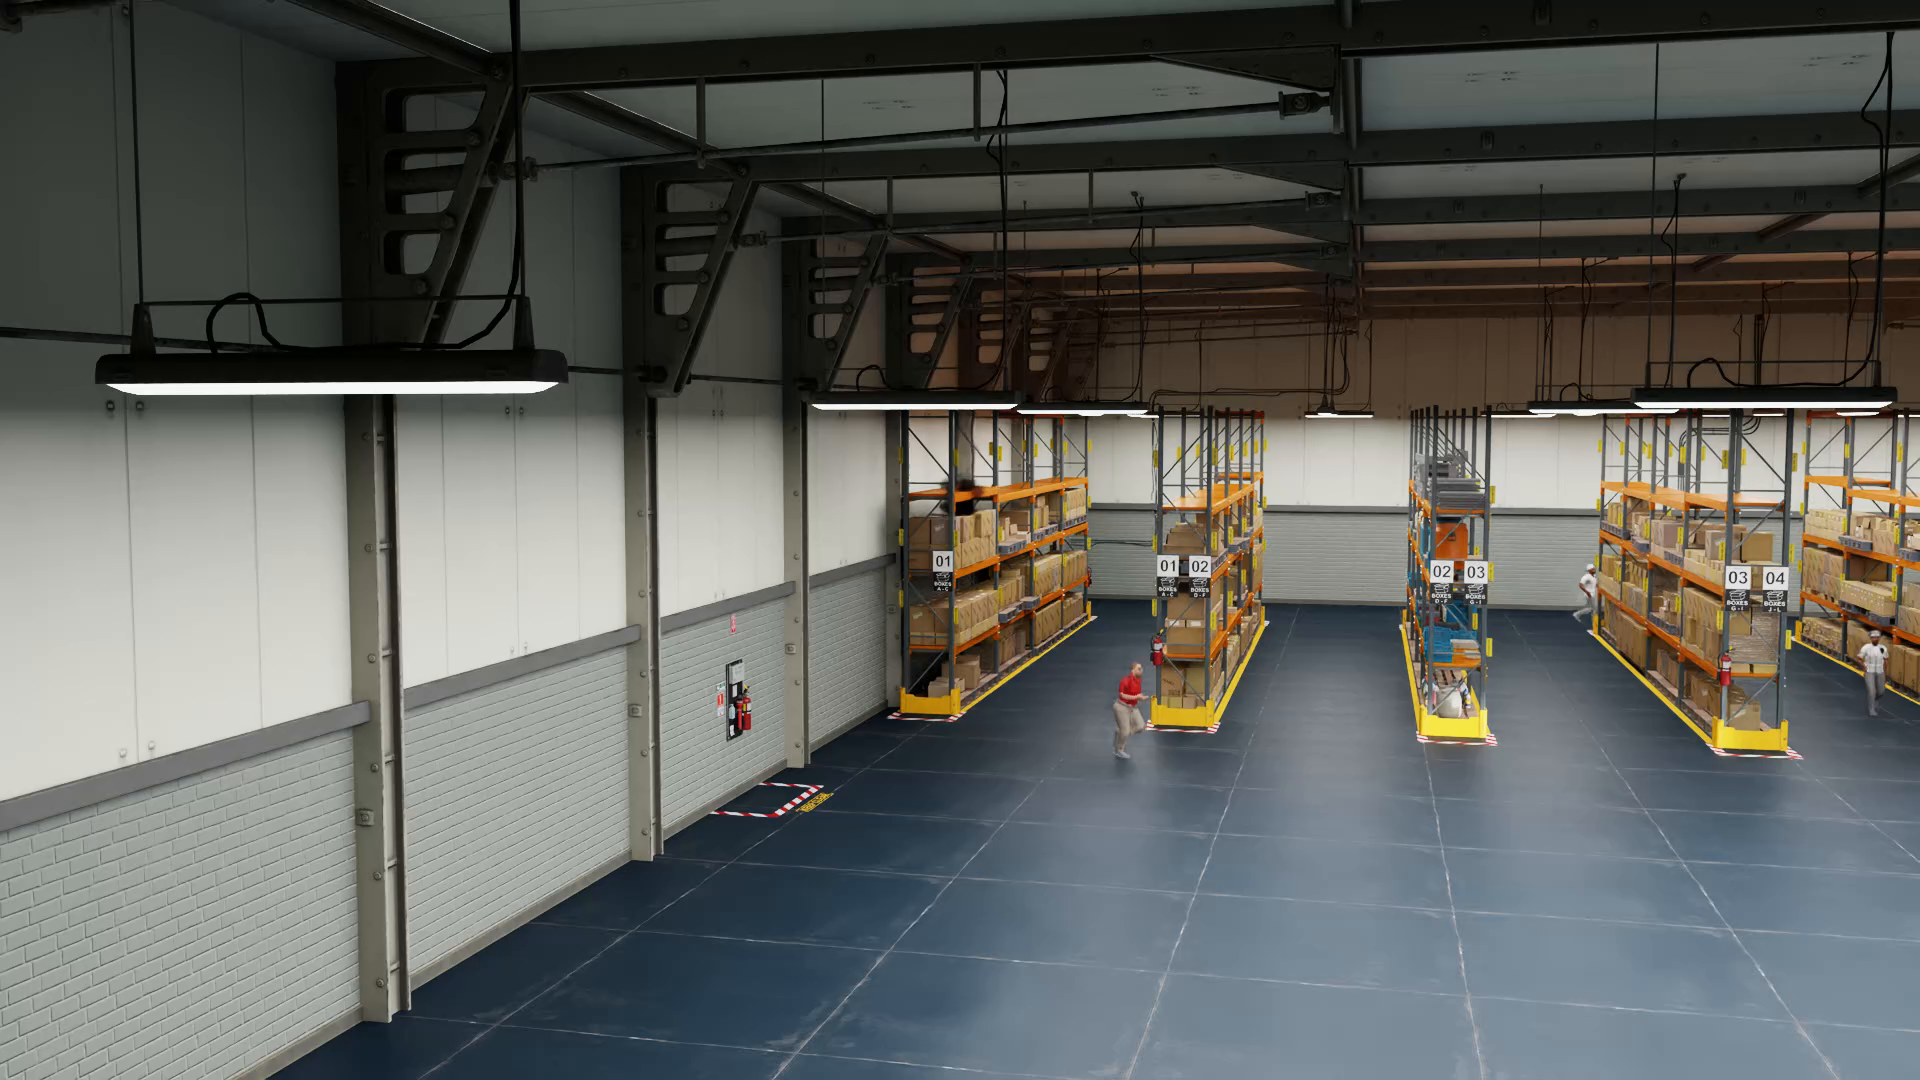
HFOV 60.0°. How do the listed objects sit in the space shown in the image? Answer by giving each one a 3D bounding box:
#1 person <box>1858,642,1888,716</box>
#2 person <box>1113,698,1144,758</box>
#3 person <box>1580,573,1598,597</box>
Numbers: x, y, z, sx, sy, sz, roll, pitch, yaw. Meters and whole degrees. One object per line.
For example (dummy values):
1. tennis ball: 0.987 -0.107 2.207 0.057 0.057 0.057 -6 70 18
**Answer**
1. person: 17.790 2.696 32.411 0.541 1.401 0.592 1 4 16
2. person: 2.824 3.199 28.235 0.556 1.036 0.414 4 5 41
3. person: 17.440 1.235 46.035 0.425 0.636 0.663 3 5 34
